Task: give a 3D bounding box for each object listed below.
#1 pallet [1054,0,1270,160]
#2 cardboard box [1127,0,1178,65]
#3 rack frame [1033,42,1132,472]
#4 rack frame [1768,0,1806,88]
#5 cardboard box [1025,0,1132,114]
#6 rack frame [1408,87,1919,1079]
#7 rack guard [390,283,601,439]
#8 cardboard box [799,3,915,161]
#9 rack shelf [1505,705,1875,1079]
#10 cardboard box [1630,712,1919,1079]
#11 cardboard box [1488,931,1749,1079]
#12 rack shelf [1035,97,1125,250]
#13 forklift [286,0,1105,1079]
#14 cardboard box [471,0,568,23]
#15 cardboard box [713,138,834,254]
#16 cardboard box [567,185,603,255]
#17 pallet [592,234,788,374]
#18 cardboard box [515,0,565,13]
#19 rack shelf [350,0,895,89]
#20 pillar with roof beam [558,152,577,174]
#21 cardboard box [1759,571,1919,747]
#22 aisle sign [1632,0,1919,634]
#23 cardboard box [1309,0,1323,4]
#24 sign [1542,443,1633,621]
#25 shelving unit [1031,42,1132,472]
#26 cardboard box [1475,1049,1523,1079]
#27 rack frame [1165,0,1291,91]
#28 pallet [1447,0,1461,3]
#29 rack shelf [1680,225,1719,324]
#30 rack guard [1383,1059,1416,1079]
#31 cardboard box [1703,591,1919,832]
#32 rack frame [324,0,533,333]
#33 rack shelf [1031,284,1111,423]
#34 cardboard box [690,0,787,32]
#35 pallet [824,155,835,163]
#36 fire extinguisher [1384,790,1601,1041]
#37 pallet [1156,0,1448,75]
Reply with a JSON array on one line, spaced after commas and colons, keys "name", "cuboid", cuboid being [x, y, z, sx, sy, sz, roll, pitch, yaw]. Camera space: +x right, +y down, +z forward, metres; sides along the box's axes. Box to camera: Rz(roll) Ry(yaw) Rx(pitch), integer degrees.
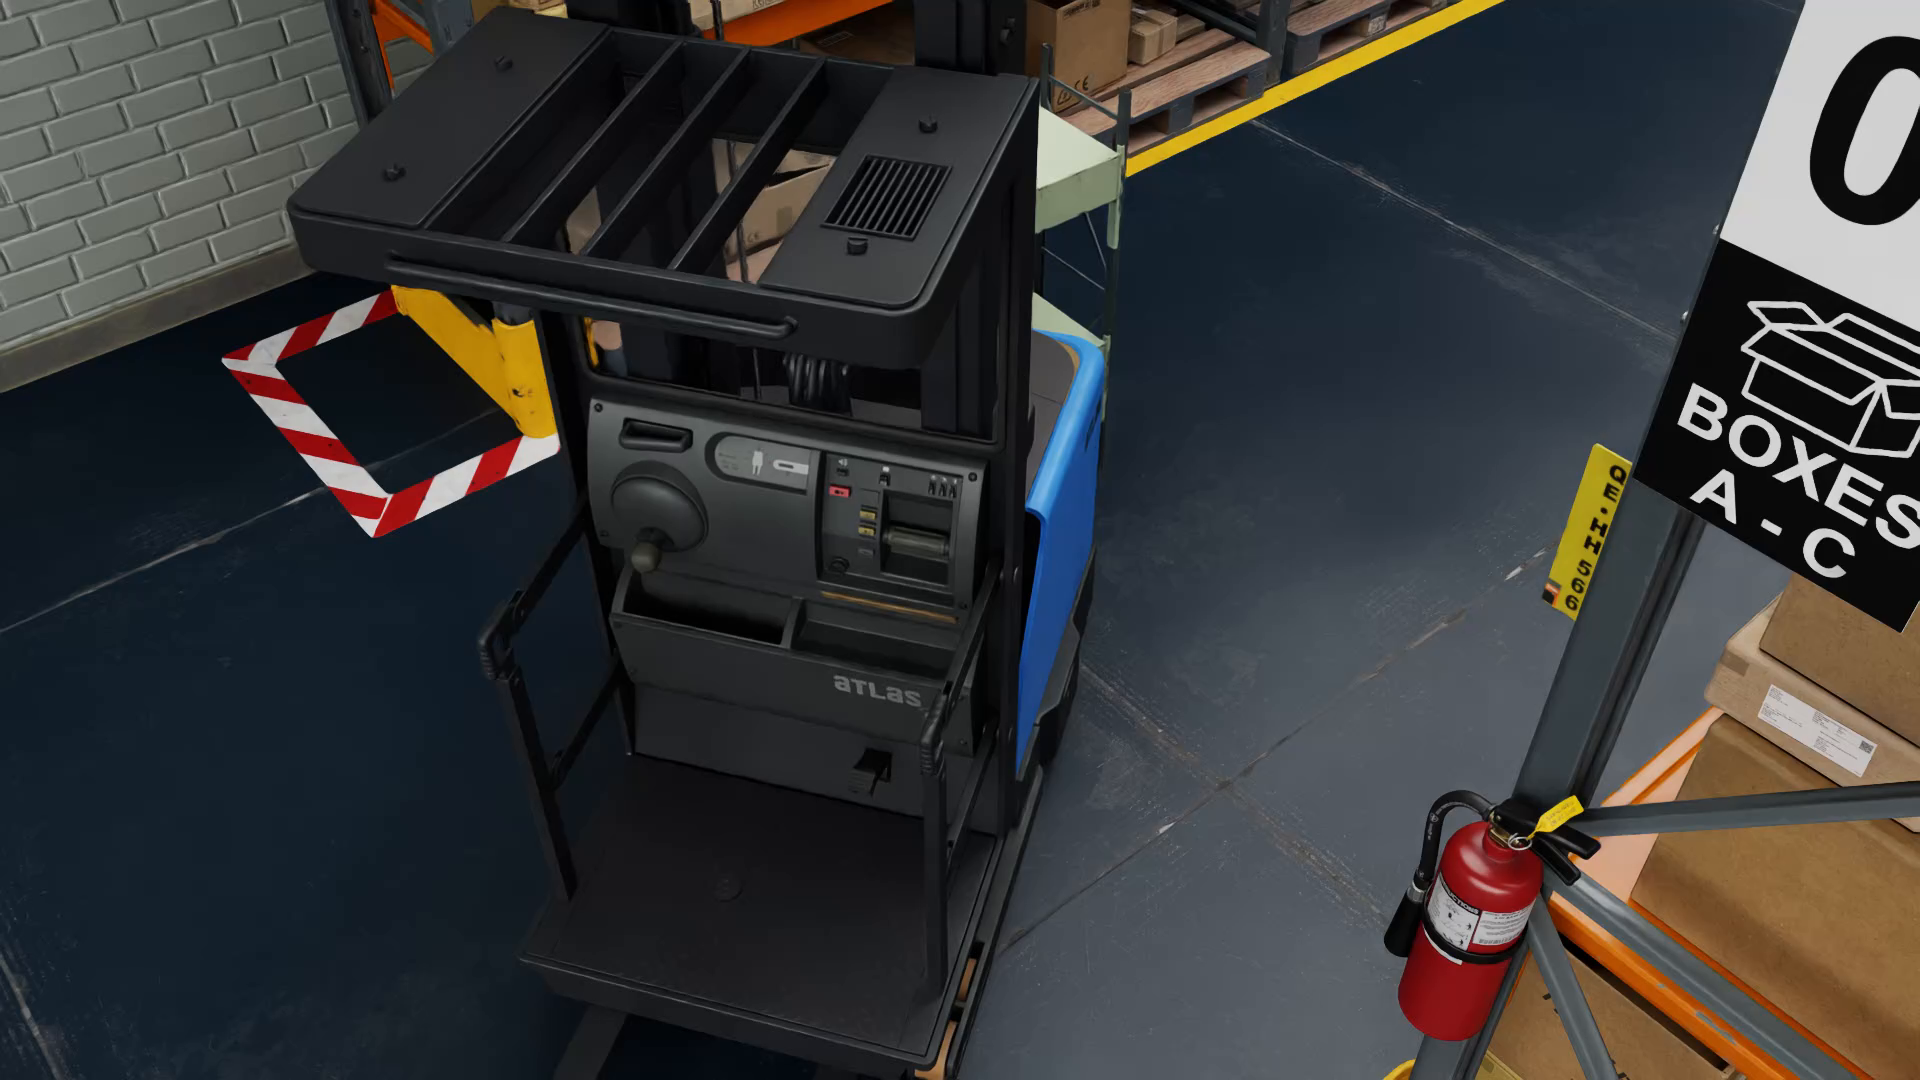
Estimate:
[{"name": "pallet", "cuboid": [0.702, -2.226, 7.966, 1.213, 0.211, 1.003, -30, 51, -28]}, {"name": "cardboard box", "cuboid": [0.803, -2.433, 7.897, 0.380, 0.166, 0.250, 32, 52, 30]}, {"name": "rack frame", "cuboid": [0.386, -0.904, 5.617, 0.023, 1.500, 0.400, -28, 50, -27]}, {"name": "rack frame", "cuboid": [1.307, -1.386, 0.653, 0.127, 3.000, 1.000, -30, 51, -28]}, {"name": "cardboard box", "cuboid": [0.424, -2.328, 7.542, 0.500, 0.500, 0.500, -34, 53, -31]}, {"name": "rack frame", "cuboid": [1.307, 0.801, 2.706, 0.127, 3.000, 1.000, -30, 51, -28]}, {"name": "rack guard", "cuboid": [-1.816, -0.921, 6.366, 0.348, 0.500, 1.175, -30, 51, -28]}, {"name": "cardboard box", "cuboid": [-0.254, -1.851, 7.034, 0.500, 0.500, 0.700, -33, 52, -30]}, {"name": "rack shelf", "cuboid": [2.841, 0.184, 3.888, 4.000, 0.370, 1.077, -30, 51, -28]}, {"name": "cardboard box", "cuboid": [1.673, 0.566, 2.883, 0.500, 0.500, 0.700, -30, 51, -28]}, {"name": "cardboard box", "cuboid": [1.527, 0.985, 3.664, 0.500, 0.500, 0.500, -30, 51, -28]}, {"name": "rack shelf", "cuboid": [0.097, -1.035, 5.186, 0.720, 0.370, 0.431, -28, 50, -27]}, {"name": "forklift", "cuboid": [-0.459, 0.015, 3.593, 1.130, 2.935, 3.031, 11, 44, 11]}, {"name": "cardboard box", "cuboid": [-1.296, -1.799, 5.569, 0.500, 0.250, 0.500, -31, 51, -29]}, {"name": "cardboard box", "cuboid": [-0.848, -1.486, 6.784, 0.500, 0.311, 0.500, -26, 49, -25]}, {"name": "cardboard box", "cuboid": [-1.286, -1.236, 6.517, 0.500, 0.311, 0.500, 33, 52, 30]}, {"name": "pallet", "cuboid": [-1.170, -1.154, 6.825, 1.213, 0.211, 1.003, -30, 51, -28]}, {"name": "cardboard box", "cuboid": [-1.315, -2.077, 5.317, 0.500, 0.500, 0.500, -30, 51, -28]}, {"name": "rack shelf", "cuboid": [-0.340, -2.415, 6.656, 4.000, 0.370, 1.077, -30, 51, -28]}, {"name": "pillar with roof beam", "cuboid": [0.870, -2.487, 1.825, 0.400, 9.000, 9.100, -30, 51, -28]}, {"name": "cardboard box", "cuboid": [1.714, 0.070, 2.464, 0.500, 0.500, 0.700, -30, 51, -28]}, {"name": "aisle sign", "cuboid": [1.068, -0.272, 1.950, 0.004, 0.787, 0.394, -30, 51, -28]}, {"name": "cardboard box", "cuboid": [1.748, -3.137, 8.404, 0.500, 0.500, 0.700, -28, 50, -27]}, {"name": "sign", "cuboid": [0.969, 0.001, 2.539, 0.005, 0.325, 0.100, -30, 51, -28]}, {"name": "shelving unit", "cuboid": [0.097, -0.750, 5.453, 0.755, 1.500, 0.431, -28, 50, -27]}, {"name": "cardboard box", "cuboid": [1.529, 1.259, 3.920, 0.500, 0.250, 0.500, -30, 51, -28]}, {"name": "rack frame", "cuboid": [1.194, -3.556, 7.345, 0.127, 3.000, 1.000, -30, 51, -28]}, {"name": "pallet", "cuboid": [2.727, -3.421, 9.238, 1.213, 0.211, 1.003, -30, 51, -28]}, {"name": "rack shelf", "cuboid": [2.841, -0.909, 2.861, 4.000, 0.370, 1.077, -30, 51, -28]}, {"name": "rack guard", "cuboid": [1.289, 1.722, 3.551, 0.348, 0.500, 1.175, -30, 51, -28]}, {"name": "cardboard box", "cuboid": [1.478, 0.260, 2.735, 0.250, 0.149, 0.380, -31, 51, -28]}, {"name": "rack frame", "cuboid": [-1.874, -1.799, 5.474, 0.127, 3.000, 1.000, -30, 51, -28]}, {"name": "rack shelf", "cuboid": [0.097, -0.513, 5.676, 0.720, 0.370, 0.431, -28, 50, -27]}, {"name": "cardboard box", "cuboid": [-0.907, -2.035, 5.820, 0.500, 0.250, 0.500, -31, 52, -29]}, {"name": "pallet", "cuboid": [-0.235, -1.687, 7.392, 1.213, 0.211, 1.003, -30, 51, -28]}, {"name": "fire extinguisher", "cuboid": [0.918, 0.637, 2.937, 0.183, 0.674, 0.296, -30, 51, -28]}, {"name": "pallet", "cuboid": [1.790, -2.882, 8.665, 1.213, 0.211, 1.003, -30, 51, -28]}]
